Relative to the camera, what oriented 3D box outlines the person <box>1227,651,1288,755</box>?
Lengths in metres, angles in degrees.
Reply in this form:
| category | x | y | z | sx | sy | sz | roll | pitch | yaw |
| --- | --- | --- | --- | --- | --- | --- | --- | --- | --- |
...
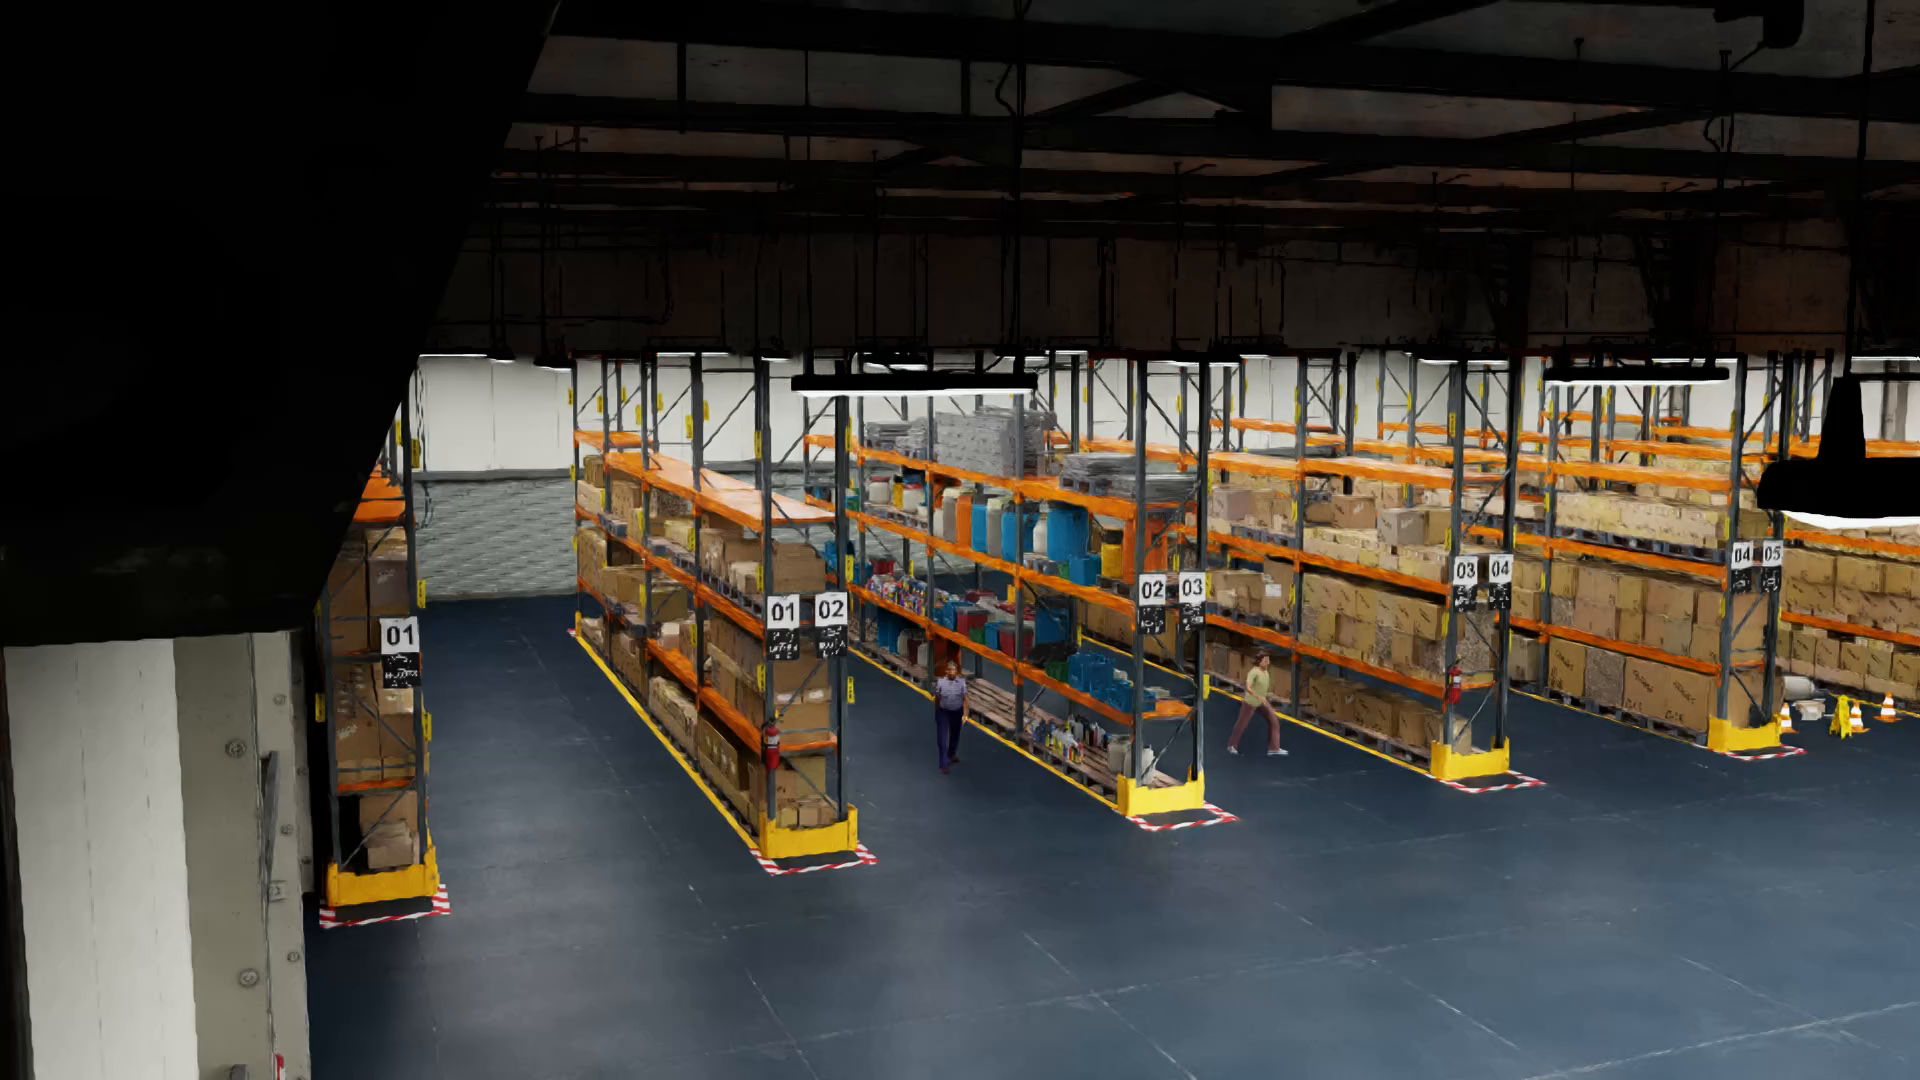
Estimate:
| category | x | y | z | sx | sy | sz | roll | pitch | yaw |
| --- | --- | --- | --- | --- | --- | --- | --- | --- | --- |
| person | 4.439 | 2.430 | 24.957 | 0.621 | 1.604 | 0.814 | -5 | 9 | -37 |

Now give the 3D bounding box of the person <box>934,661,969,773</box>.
| category | x | y | z | sx | sy | sz | roll | pitch | yaw |
| --- | --- | --- | --- | --- | --- | --- | --- | --- | --- |
| person | -0.118 | 2.535 | 24.176 | 0.479 | 1.572 | 0.985 | -1 | 7 | -11 |
